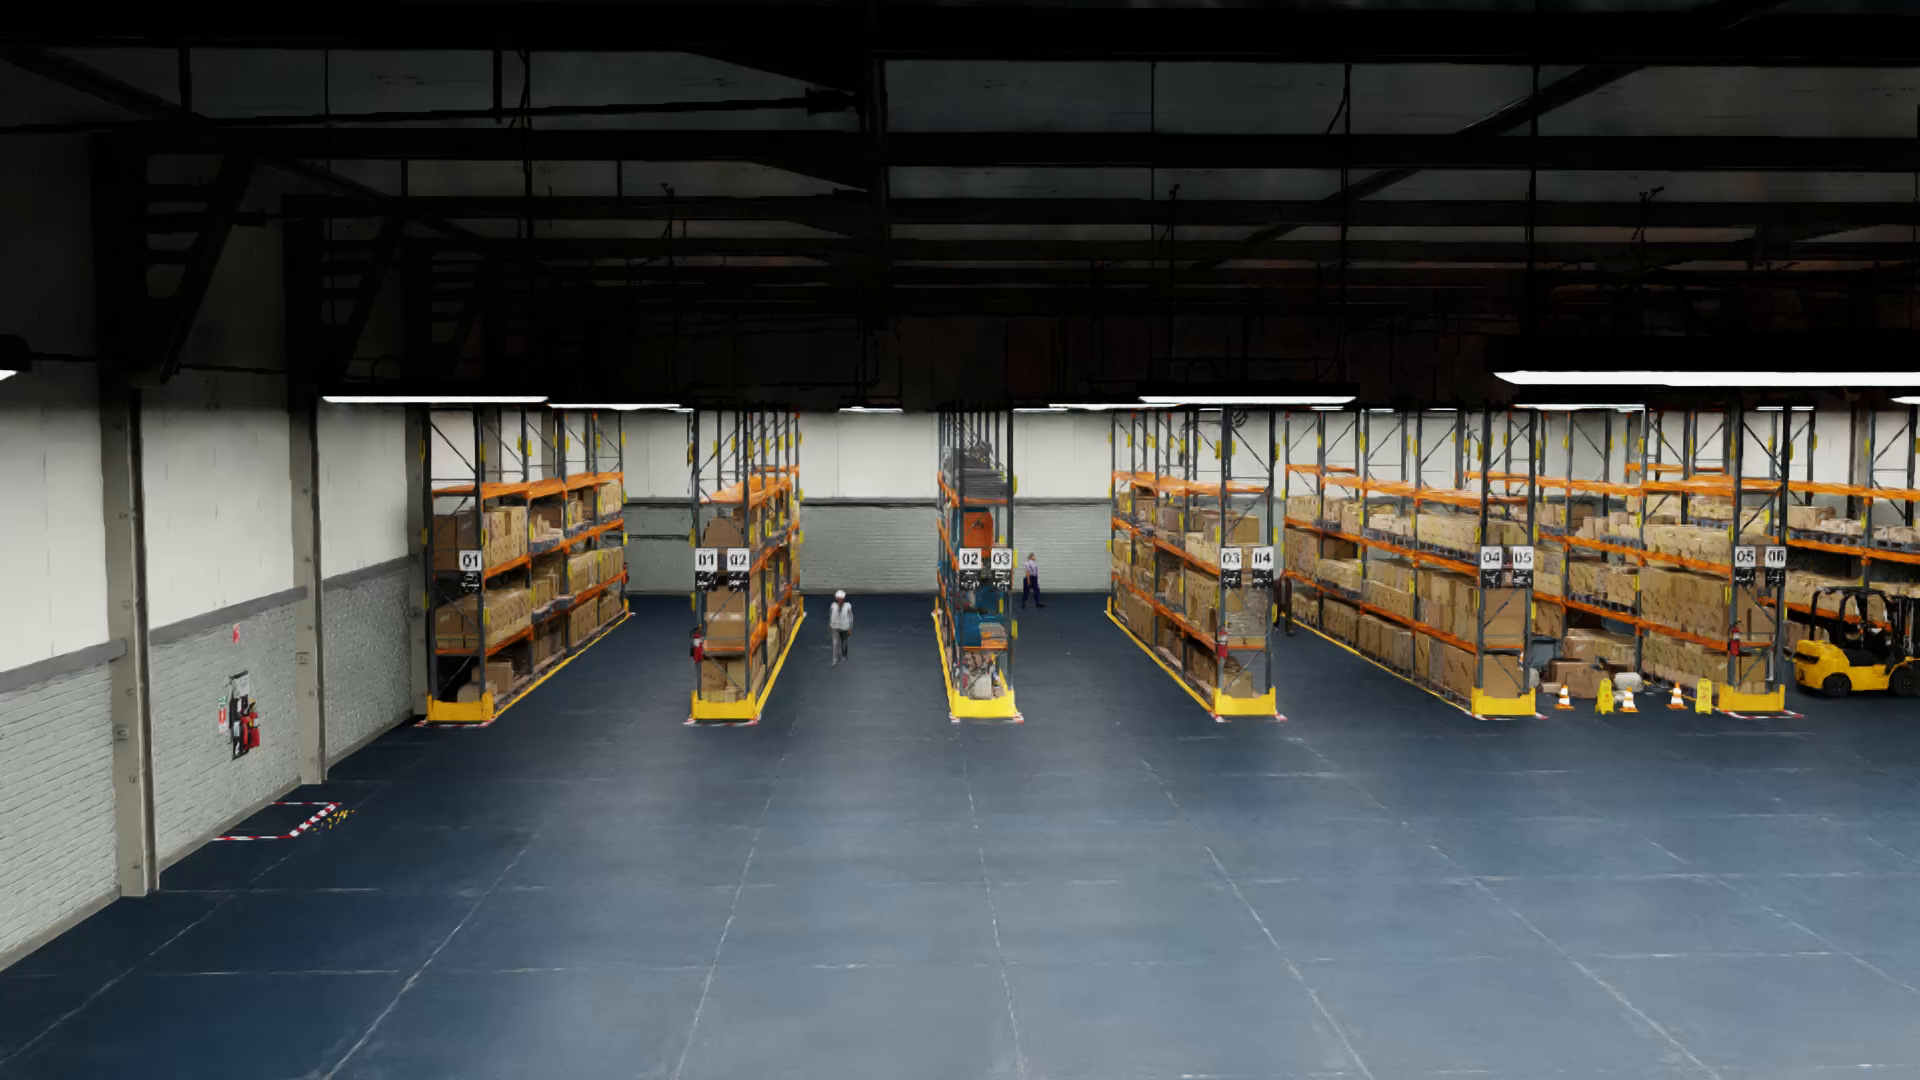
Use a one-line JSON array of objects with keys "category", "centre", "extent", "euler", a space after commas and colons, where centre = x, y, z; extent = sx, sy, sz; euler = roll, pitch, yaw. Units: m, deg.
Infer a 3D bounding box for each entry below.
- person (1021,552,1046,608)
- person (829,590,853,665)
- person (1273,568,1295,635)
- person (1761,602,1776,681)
[{"category": "person", "centre": [2.135, 1.173, 49.143], "extent": [0.564, 1.624, 0.731], "euler": [3, 5, 35]}, {"category": "person", "centre": [-2.715, 1.977, 37.955], "extent": [0.544, 1.698, 1.106], "euler": [0, 4, -4]}, {"category": "person", "centre": [8.359, 1.578, 43.182], "extent": [0.598, 1.698, 1.193], "euler": [0, 4, 0]}, {"category": "person", "centre": [17.304, 2.166, 35.663], "extent": [0.487, 1.677, 0.490], "euler": [2, 5, 22]}]
